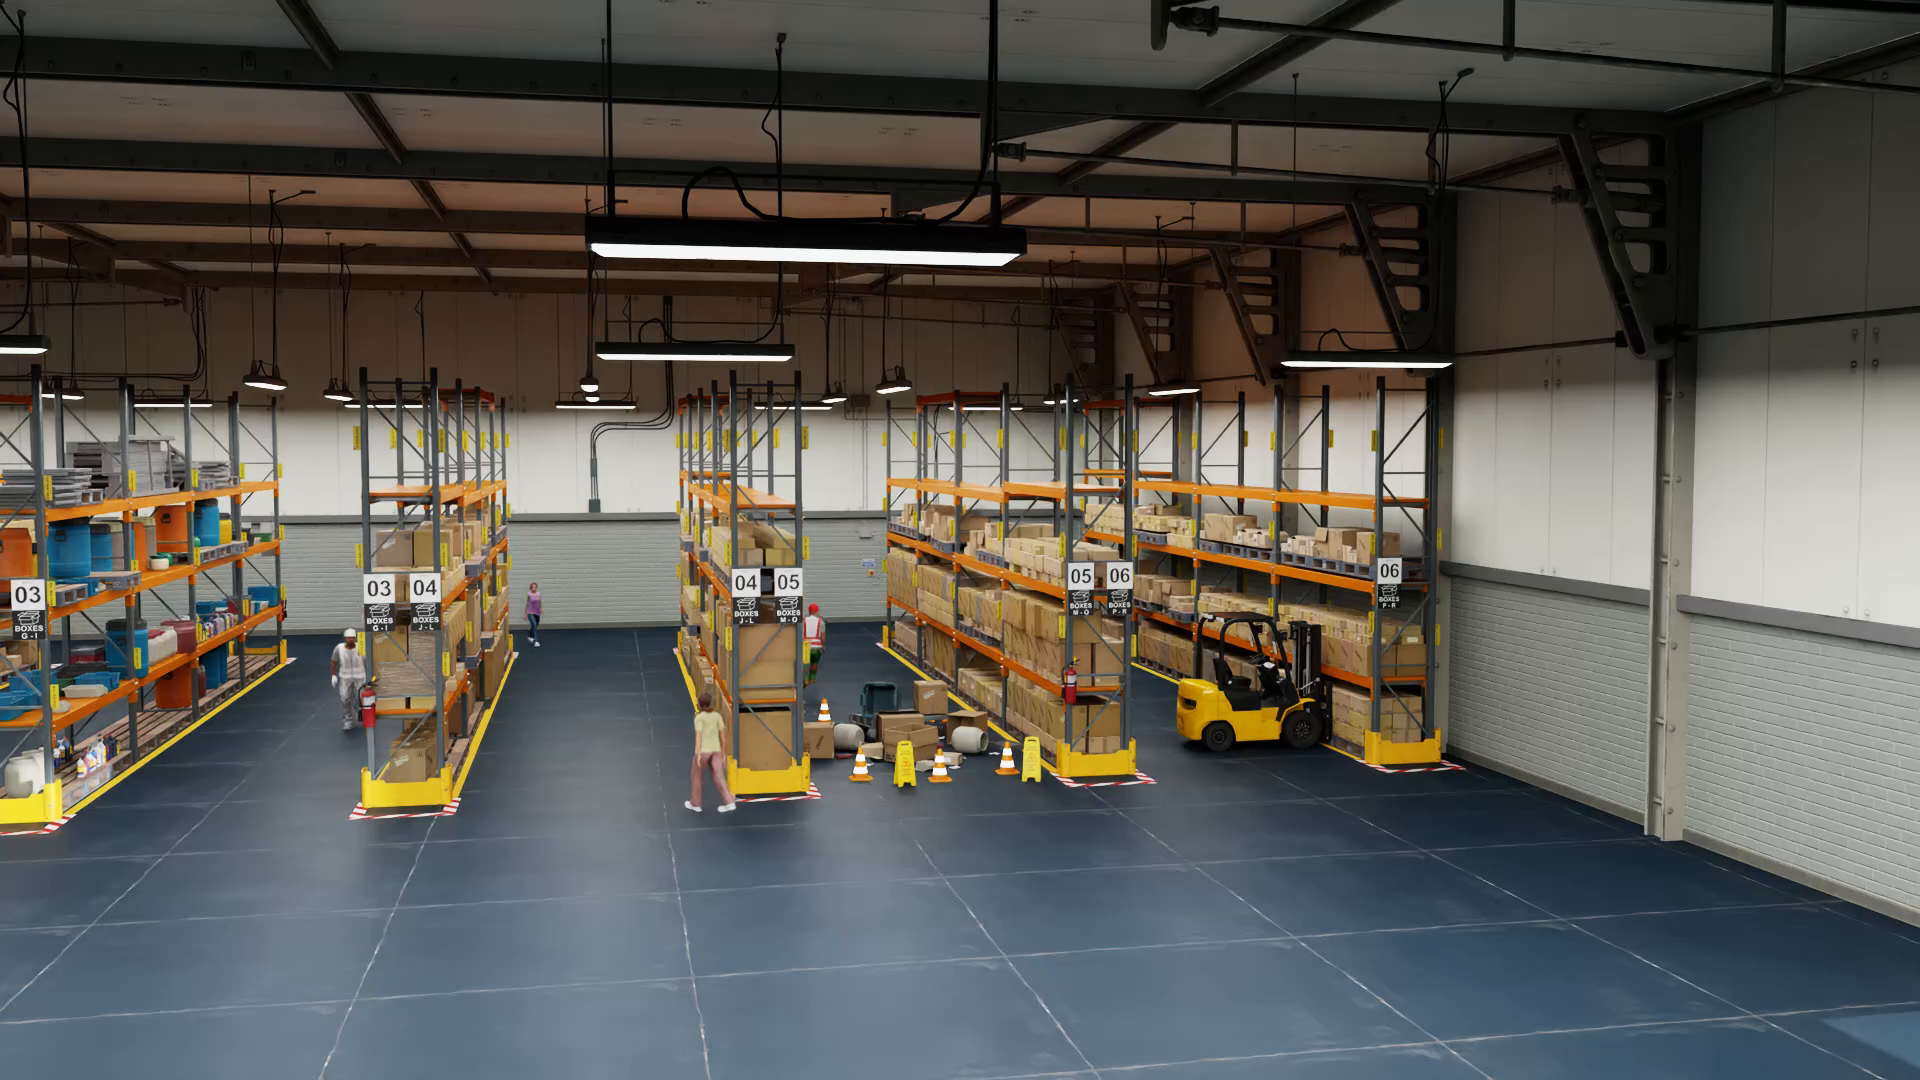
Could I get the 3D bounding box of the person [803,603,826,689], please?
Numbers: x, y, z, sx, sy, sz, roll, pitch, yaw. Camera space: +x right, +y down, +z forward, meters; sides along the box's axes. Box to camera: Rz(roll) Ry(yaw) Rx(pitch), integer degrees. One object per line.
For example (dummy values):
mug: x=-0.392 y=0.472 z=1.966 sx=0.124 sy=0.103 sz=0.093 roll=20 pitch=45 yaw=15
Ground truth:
person: x=-2.900 y=2.062 z=32.352 sx=0.587 sy=1.630 sz=0.708 roll=-1 pitch=3 yaw=-9

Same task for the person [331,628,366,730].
person: x=-10.643 y=2.402 z=29.042 sx=0.642 sy=1.762 sz=0.705 roll=-1 pitch=4 yaw=-22

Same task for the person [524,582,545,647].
person: x=-10.407 y=1.796 z=40.560 sx=0.440 sy=1.539 sz=0.980 roll=-3 pitch=4 yaw=-37

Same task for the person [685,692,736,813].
person: x=-3.350 y=2.864 z=22.278 sx=0.471 sy=1.627 sz=0.998 roll=-3 pitch=5 yaw=-41
